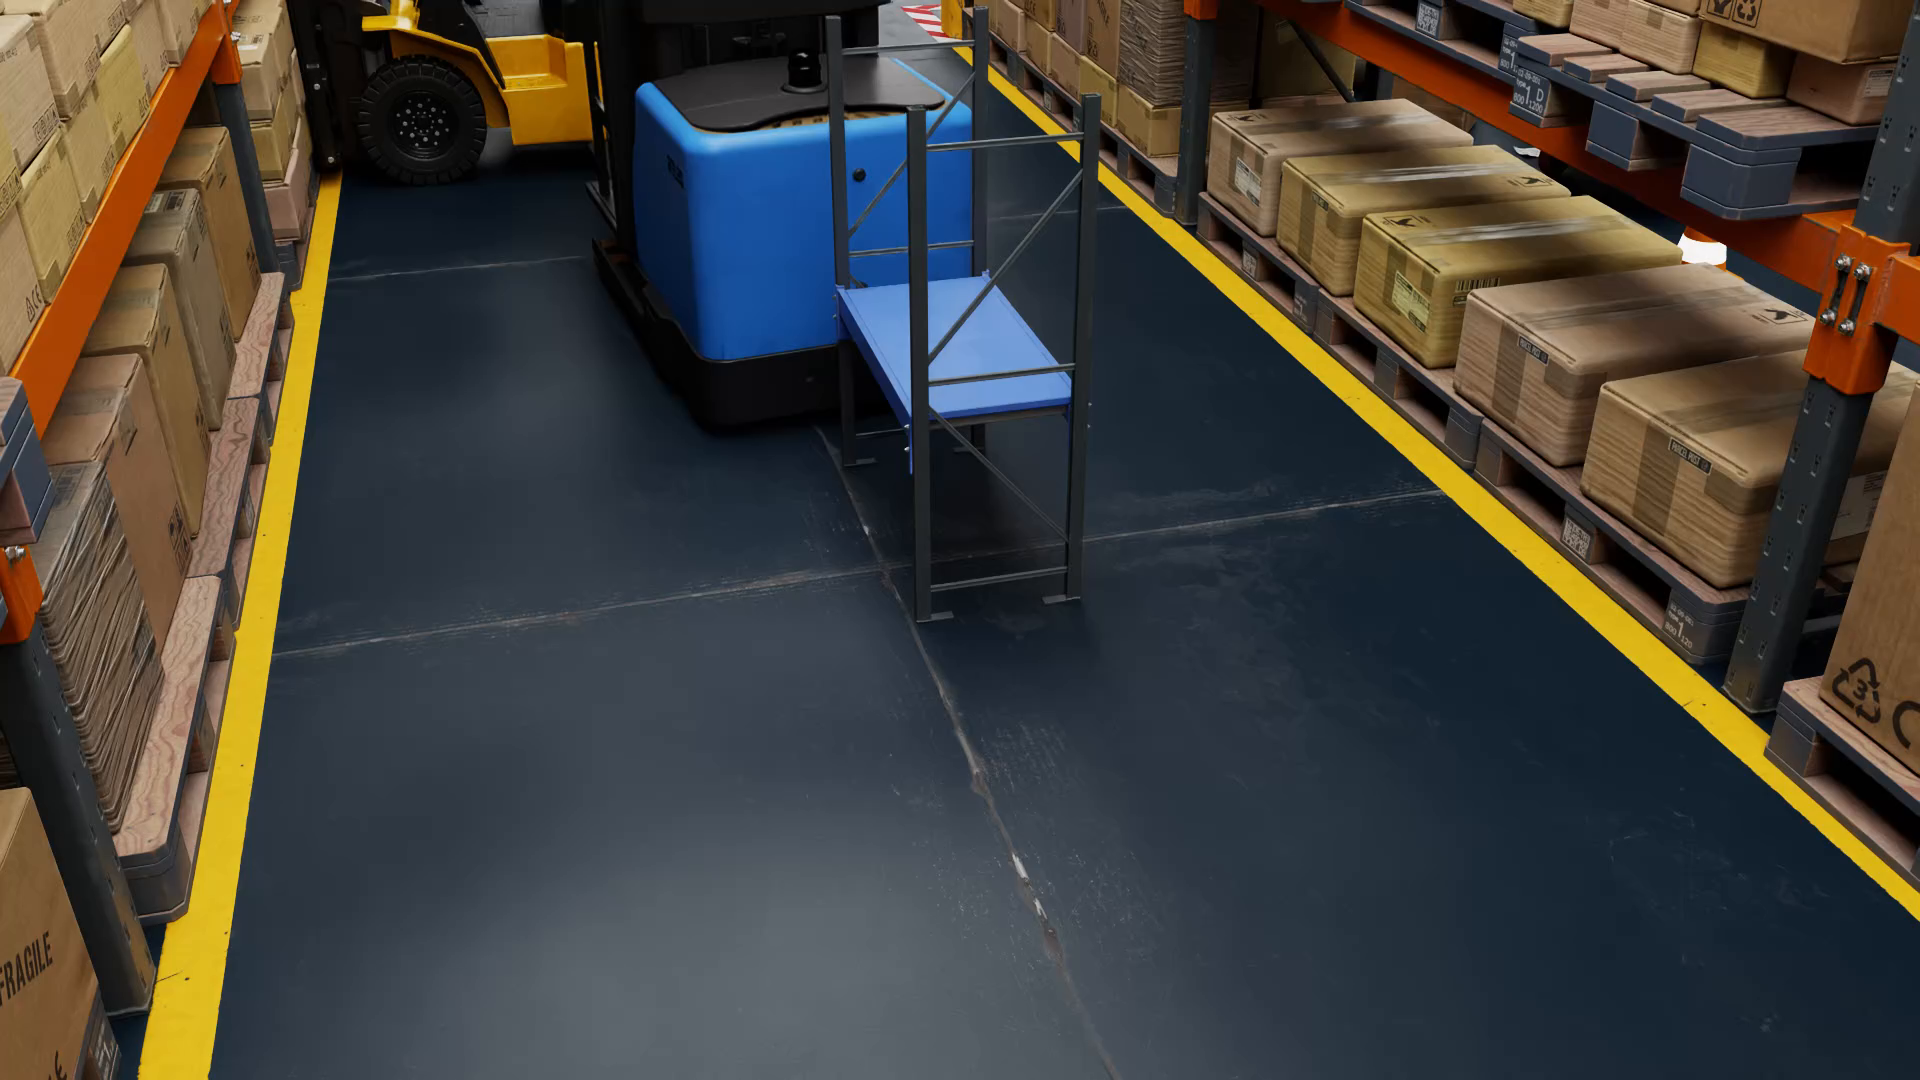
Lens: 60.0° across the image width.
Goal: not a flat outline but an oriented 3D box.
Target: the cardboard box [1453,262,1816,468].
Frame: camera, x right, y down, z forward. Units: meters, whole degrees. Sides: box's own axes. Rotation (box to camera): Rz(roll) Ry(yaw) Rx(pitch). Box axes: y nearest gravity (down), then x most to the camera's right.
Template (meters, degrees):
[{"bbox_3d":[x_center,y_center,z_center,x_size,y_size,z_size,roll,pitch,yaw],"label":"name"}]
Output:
[{"bbox_3d":[2.227,-0.595,5.488,0.950,0.372,0.625,-8,31,-14],"label":"cardboard box"}]

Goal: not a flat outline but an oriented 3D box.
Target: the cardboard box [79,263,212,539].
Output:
[{"bbox_3d":[-2.726,-0.356,4.822,0.875,0.625,0.625,-9,31,-15],"label":"cardboard box"}]

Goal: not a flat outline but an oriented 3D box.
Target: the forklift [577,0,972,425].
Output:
[{"bbox_3d":[-0.950,-2.392,6.457,1.130,2.935,3.031,-11,32,-19],"label":"forklift"}]

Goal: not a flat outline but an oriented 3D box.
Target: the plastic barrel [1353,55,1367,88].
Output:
[{"bbox_3d":[2.456,-2.874,9.792,0.512,0.421,0.421,13,32,21],"label":"plastic barrel"}]

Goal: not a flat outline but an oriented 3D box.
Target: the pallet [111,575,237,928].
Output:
[{"bbox_3d":[-2.394,0.545,4.098,1.003,0.211,1.213,-8,31,-13],"label":"pallet"}]

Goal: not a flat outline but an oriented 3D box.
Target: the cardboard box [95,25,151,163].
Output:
[{"bbox_3d":[-2.504,-1.183,4.450,0.500,0.250,0.500,-7,31,-12],"label":"cardboard box"}]

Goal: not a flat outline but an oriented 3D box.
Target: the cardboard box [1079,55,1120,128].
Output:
[{"bbox_3d":[0.943,-2.350,8.642,0.500,0.250,0.500,-9,31,-15],"label":"cardboard box"}]

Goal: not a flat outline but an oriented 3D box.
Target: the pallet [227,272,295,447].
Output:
[{"bbox_3d":[-3.042,-0.634,6.134,1.003,0.211,1.213,-8,31,-13],"label":"pallet"}]

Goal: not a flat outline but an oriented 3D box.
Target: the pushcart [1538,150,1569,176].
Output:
[{"bbox_3d":[3.695,-2.045,8.407,1.648,0.377,0.936,-20,35,-30],"label":"pushcart"}]

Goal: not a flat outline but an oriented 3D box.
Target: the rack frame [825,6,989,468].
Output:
[{"bbox_3d":[-0.158,-0.936,5.370,0.500,1.500,0.032,-8,31,-13],"label":"rack frame"}]

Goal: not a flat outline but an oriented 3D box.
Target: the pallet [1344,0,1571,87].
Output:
[{"bbox_3d":[2.006,-1.789,5.537,1.003,0.211,1.213,-8,31,-13],"label":"pallet"}]

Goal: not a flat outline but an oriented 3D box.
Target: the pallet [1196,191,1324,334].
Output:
[{"bbox_3d":[1.718,-1.270,7.234,1.003,0.211,1.213,-8,31,-13],"label":"pallet"}]

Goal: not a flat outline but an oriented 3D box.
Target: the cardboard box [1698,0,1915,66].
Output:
[{"bbox_3d":[2.183,-1.457,3.958,0.500,0.500,0.500,-9,31,-15],"label":"cardboard box"}]

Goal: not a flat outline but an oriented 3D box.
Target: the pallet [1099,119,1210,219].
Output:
[{"bbox_3d":[1.297,-1.966,8.436,1.003,0.211,1.213,-8,31,-13],"label":"pallet"}]

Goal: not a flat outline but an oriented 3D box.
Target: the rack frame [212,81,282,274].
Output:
[{"bbox_3d":[-3.275,-2.191,6.041,1.000,3.000,0.127,-8,31,-13],"label":"rack frame"}]

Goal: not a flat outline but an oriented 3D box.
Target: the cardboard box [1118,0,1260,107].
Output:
[{"bbox_3d":[1.094,-2.419,8.013,0.500,0.500,0.500,-8,31,-14],"label":"cardboard box"}]

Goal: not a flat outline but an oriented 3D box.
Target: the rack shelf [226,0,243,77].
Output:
[{"bbox_3d":[-3.806,-2.846,7.890,1.077,0.370,4.000,-8,31,-13],"label":"rack shelf"}]

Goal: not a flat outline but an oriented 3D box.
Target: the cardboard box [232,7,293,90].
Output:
[{"bbox_3d":[-3.227,-2.139,7.279,0.500,0.250,0.500,-8,31,-13],"label":"cardboard box"}]

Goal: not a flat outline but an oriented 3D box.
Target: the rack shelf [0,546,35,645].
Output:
[{"bbox_3d":[-1.682,1.018,1.215,1.077,0.370,4.000,-8,31,-13],"label":"rack shelf"}]

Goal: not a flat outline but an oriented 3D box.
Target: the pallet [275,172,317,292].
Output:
[{"bbox_3d":[-3.446,-1.374,7.413,1.003,0.211,1.213,-8,31,-13],"label":"pallet"}]

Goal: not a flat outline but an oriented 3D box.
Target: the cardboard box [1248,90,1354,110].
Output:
[{"bbox_3d":[1.613,-2.166,8.323,0.500,0.250,0.500,-9,31,-16],"label":"cardboard box"}]

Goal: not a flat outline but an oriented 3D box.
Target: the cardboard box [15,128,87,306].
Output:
[{"bbox_3d":[-2.224,-0.685,3.588,0.500,0.250,0.500,-9,31,-14],"label":"cardboard box"}]

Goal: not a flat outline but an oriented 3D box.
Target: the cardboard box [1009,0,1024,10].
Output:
[{"bbox_3d":[0.545,-3.411,9.727,0.500,0.500,0.500,-9,31,-15],"label":"cardboard box"}]

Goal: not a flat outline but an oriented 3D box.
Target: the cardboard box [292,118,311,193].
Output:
[{"bbox_3d":[-3.234,-1.704,7.525,0.500,0.250,0.500,-9,31,-14],"label":"cardboard box"}]

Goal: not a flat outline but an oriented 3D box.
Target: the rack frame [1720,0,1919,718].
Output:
[{"bbox_3d":[2.571,-0.921,3.847,1.000,3.000,0.127,-8,31,-13],"label":"rack frame"}]

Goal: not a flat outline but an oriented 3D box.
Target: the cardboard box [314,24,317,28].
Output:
[{"bbox_3d":[-3.626,-2.647,8.656,0.500,0.250,0.500,-9,31,-14],"label":"cardboard box"}]

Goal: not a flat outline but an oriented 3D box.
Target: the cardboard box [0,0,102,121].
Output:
[{"bbox_3d":[-2.349,-1.155,3.901,0.500,0.250,0.500,-9,31,-15],"label":"cardboard box"}]

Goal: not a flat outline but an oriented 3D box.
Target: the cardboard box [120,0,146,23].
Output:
[{"bbox_3d":[-2.625,-1.644,4.747,0.500,0.250,0.500,-7,31,-12],"label":"cardboard box"}]

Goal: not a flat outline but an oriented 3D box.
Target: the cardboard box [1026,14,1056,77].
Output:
[{"bbox_3d":[0.681,-2.841,9.489,0.500,0.250,0.500,-6,31,-10],"label":"cardboard box"}]

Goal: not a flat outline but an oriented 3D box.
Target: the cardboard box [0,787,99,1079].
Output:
[{"bbox_3d":[-1.894,0.816,2.921,0.500,0.500,0.500,-7,31,-12],"label":"cardboard box"}]

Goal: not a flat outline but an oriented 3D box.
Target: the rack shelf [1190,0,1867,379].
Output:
[{"bbox_3d":[2.040,-1.576,5.696,1.077,0.370,4.000,-8,31,-13],"label":"rack shelf"}]

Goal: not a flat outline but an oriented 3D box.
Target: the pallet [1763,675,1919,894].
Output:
[{"bbox_3d":[2.708,0.677,3.870,1.003,0.211,1.213,-8,31,-13],"label":"pallet"}]

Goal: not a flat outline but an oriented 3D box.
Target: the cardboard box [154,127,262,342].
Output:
[{"bbox_3d":[-3.126,-1.095,6.098,0.875,0.625,0.625,-6,31,-11],"label":"cardboard box"}]

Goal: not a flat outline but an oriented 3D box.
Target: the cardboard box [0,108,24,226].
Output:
[{"bbox_3d":[-2.071,-0.661,3.048,0.500,0.250,0.500,-8,31,-13],"label":"cardboard box"}]

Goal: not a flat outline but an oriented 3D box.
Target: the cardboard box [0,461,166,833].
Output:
[{"bbox_3d":[-2.366,0.284,3.717,0.875,0.625,0.625,-7,31,-12],"label":"cardboard box"}]

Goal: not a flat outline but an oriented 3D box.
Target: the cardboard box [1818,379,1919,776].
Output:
[{"bbox_3d":[2.675,0.161,3.679,0.875,0.875,0.875,-8,31,-14],"label":"cardboard box"}]

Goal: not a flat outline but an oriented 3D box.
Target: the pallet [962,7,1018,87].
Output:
[{"bbox_3d":[0.650,-3.144,10.472,1.003,0.211,1.213,-8,31,-13],"label":"pallet"}]

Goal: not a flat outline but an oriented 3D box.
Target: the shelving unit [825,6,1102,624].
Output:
[{"bbox_3d":[-0.023,-0.690,4.945,0.538,1.500,1.048,-8,31,-13],"label":"shelving unit"}]

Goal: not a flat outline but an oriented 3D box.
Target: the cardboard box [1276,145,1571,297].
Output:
[{"bbox_3d":[1.845,-1.298,6.702,0.950,0.372,0.625,-6,31,-10],"label":"cardboard box"}]

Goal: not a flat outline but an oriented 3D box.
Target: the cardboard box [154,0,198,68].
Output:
[{"bbox_3d":[-2.750,-1.676,5.300,0.500,0.250,0.500,-8,31,-14],"label":"cardboard box"}]

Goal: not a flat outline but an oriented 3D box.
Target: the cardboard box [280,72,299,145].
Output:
[{"bbox_3d":[-3.241,-1.917,7.394,0.500,0.250,0.500,-8,31,-14],"label":"cardboard box"}]

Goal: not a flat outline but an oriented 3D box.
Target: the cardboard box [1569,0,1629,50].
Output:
[{"bbox_3d":[1.947,-1.479,4.643,0.380,0.149,0.250,-9,31,-16],"label":"cardboard box"}]

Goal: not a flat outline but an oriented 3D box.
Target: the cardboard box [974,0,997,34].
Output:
[{"bbox_3d":[0.395,-3.350,10.369,0.500,0.250,0.500,-8,31,-14],"label":"cardboard box"}]

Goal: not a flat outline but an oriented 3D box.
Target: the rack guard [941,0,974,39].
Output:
[{"bbox_3d":[0.468,-3.666,11.085,1.175,0.500,0.348,-8,31,-13],"label":"rack guard"}]

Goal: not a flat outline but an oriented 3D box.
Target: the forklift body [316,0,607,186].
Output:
[{"bbox_3d":[-2.074,-3.082,8.428,2.313,2.155,1.214,-8,31,-13],"label":"forklift body"}]

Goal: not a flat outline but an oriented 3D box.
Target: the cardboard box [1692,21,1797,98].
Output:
[{"bbox_3d":[2.117,-1.241,4.231,0.380,0.149,0.250,-7,31,-13],"label":"cardboard box"}]

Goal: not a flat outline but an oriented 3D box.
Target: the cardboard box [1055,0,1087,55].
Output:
[{"bbox_3d":[0.821,-2.911,8.862,0.500,0.500,0.500,-6,31,-11],"label":"cardboard box"}]

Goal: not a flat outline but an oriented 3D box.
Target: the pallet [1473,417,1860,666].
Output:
[{"bbox_3d":[2.365,-0.092,5.198,1.003,0.211,1.213,-8,31,-13],"label":"pallet"}]
